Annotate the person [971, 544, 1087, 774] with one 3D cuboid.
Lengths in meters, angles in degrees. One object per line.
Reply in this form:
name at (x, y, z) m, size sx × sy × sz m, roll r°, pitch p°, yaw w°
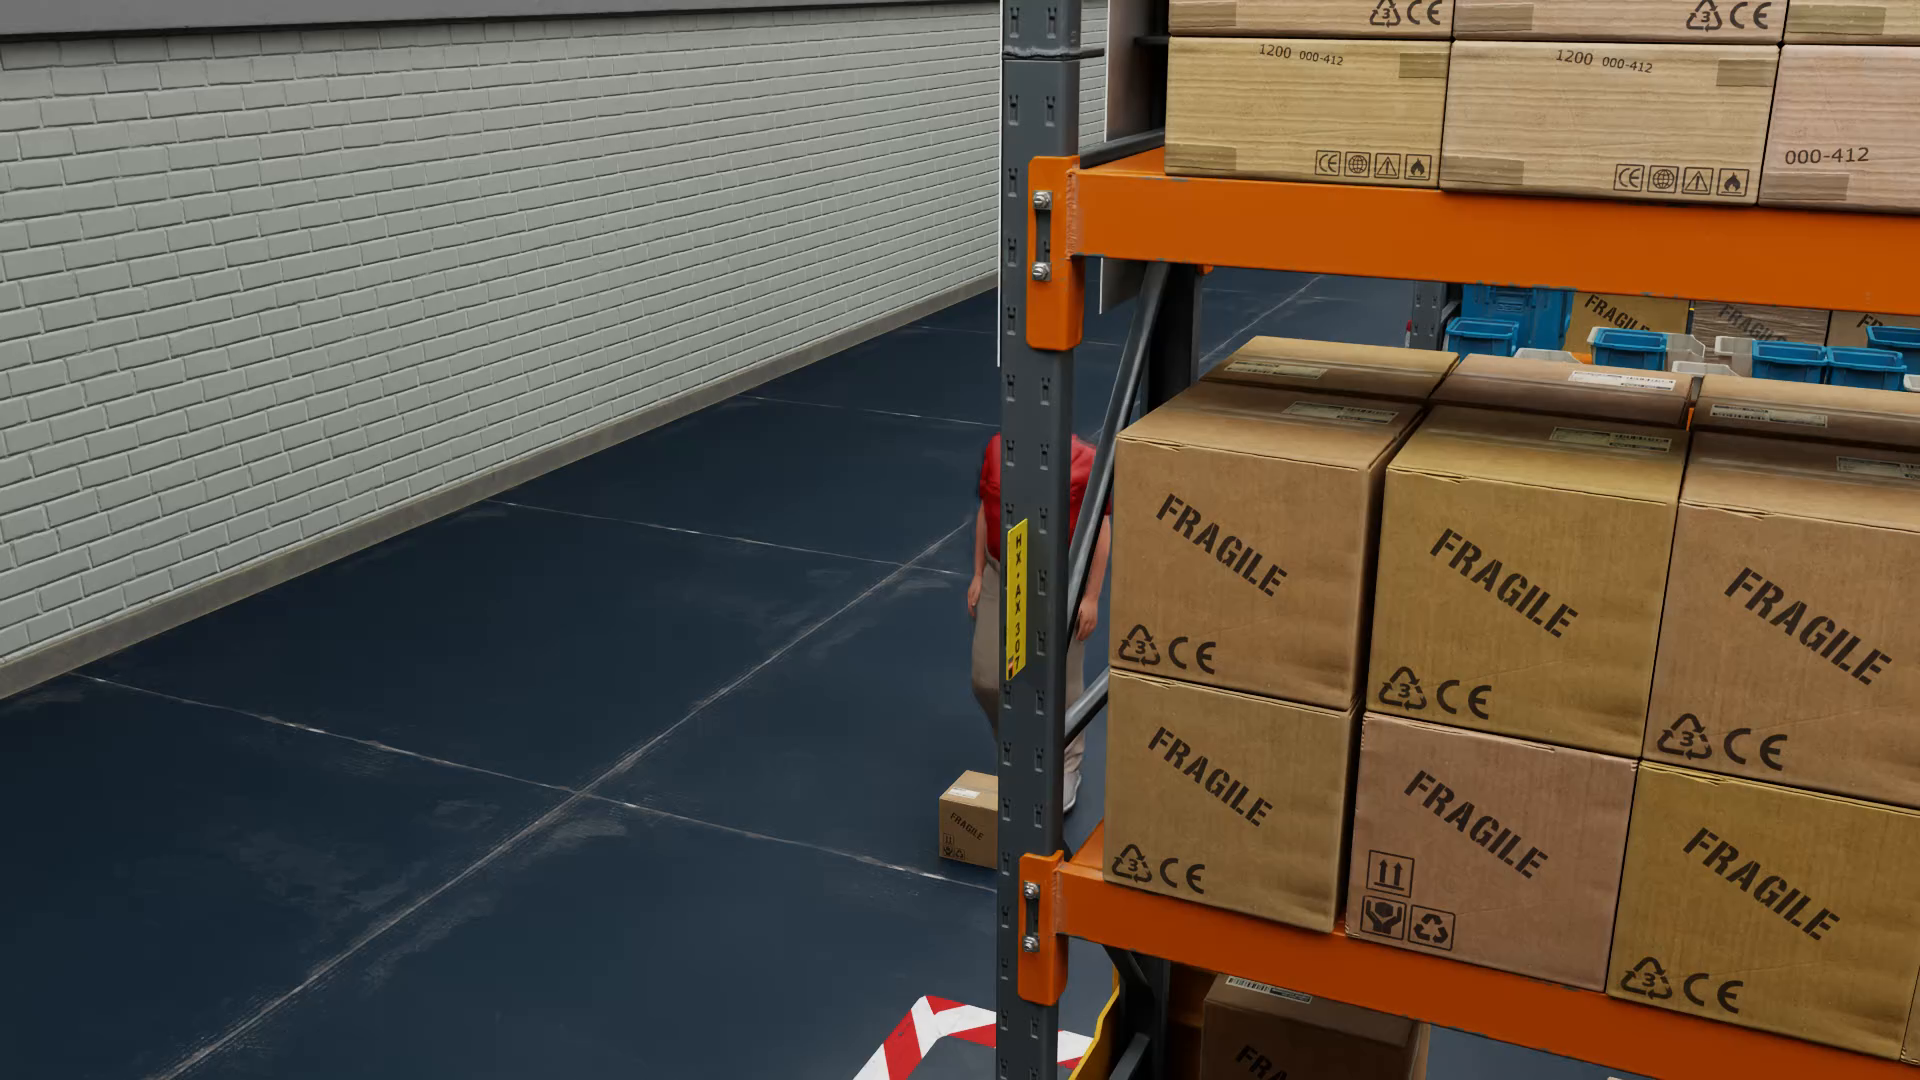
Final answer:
person at (0.284, 0.202, 6.462) m, size 0.425 × 1.554 × 0.370 m, roll 8°, pitch 21°, yaw 23°
